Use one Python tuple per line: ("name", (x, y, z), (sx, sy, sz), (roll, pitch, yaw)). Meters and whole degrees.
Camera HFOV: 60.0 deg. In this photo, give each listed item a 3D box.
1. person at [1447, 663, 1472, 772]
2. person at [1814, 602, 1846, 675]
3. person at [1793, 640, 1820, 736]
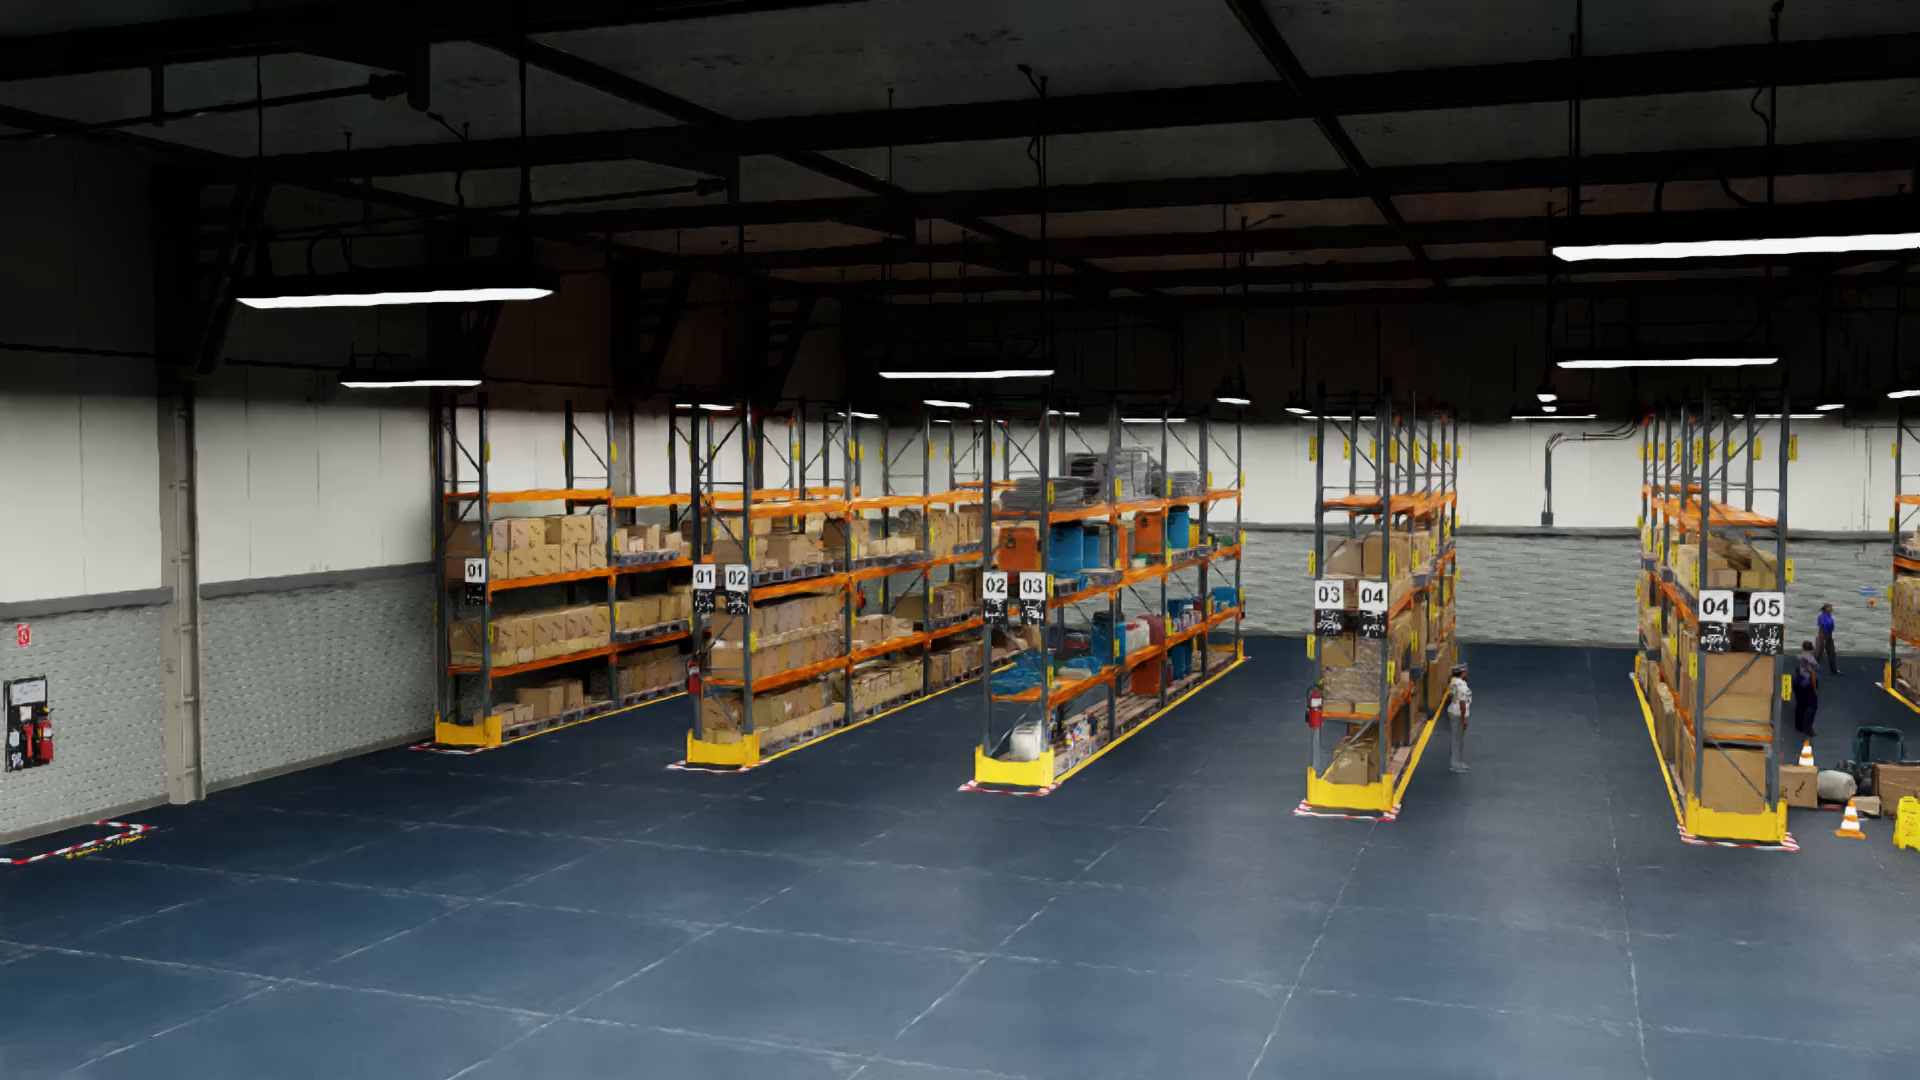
("person", (7.824, 2.757, 26.027), (0.369, 1.682, 0.581), (0, 3, 3))
("person", (19.277, 2.199, 36.989), (0.700, 1.650, 0.560), (-2, 4, -31))
("person", (15.047, 2.645, 29.525), (0.384, 1.696, 0.558), (0, 3, -6))
